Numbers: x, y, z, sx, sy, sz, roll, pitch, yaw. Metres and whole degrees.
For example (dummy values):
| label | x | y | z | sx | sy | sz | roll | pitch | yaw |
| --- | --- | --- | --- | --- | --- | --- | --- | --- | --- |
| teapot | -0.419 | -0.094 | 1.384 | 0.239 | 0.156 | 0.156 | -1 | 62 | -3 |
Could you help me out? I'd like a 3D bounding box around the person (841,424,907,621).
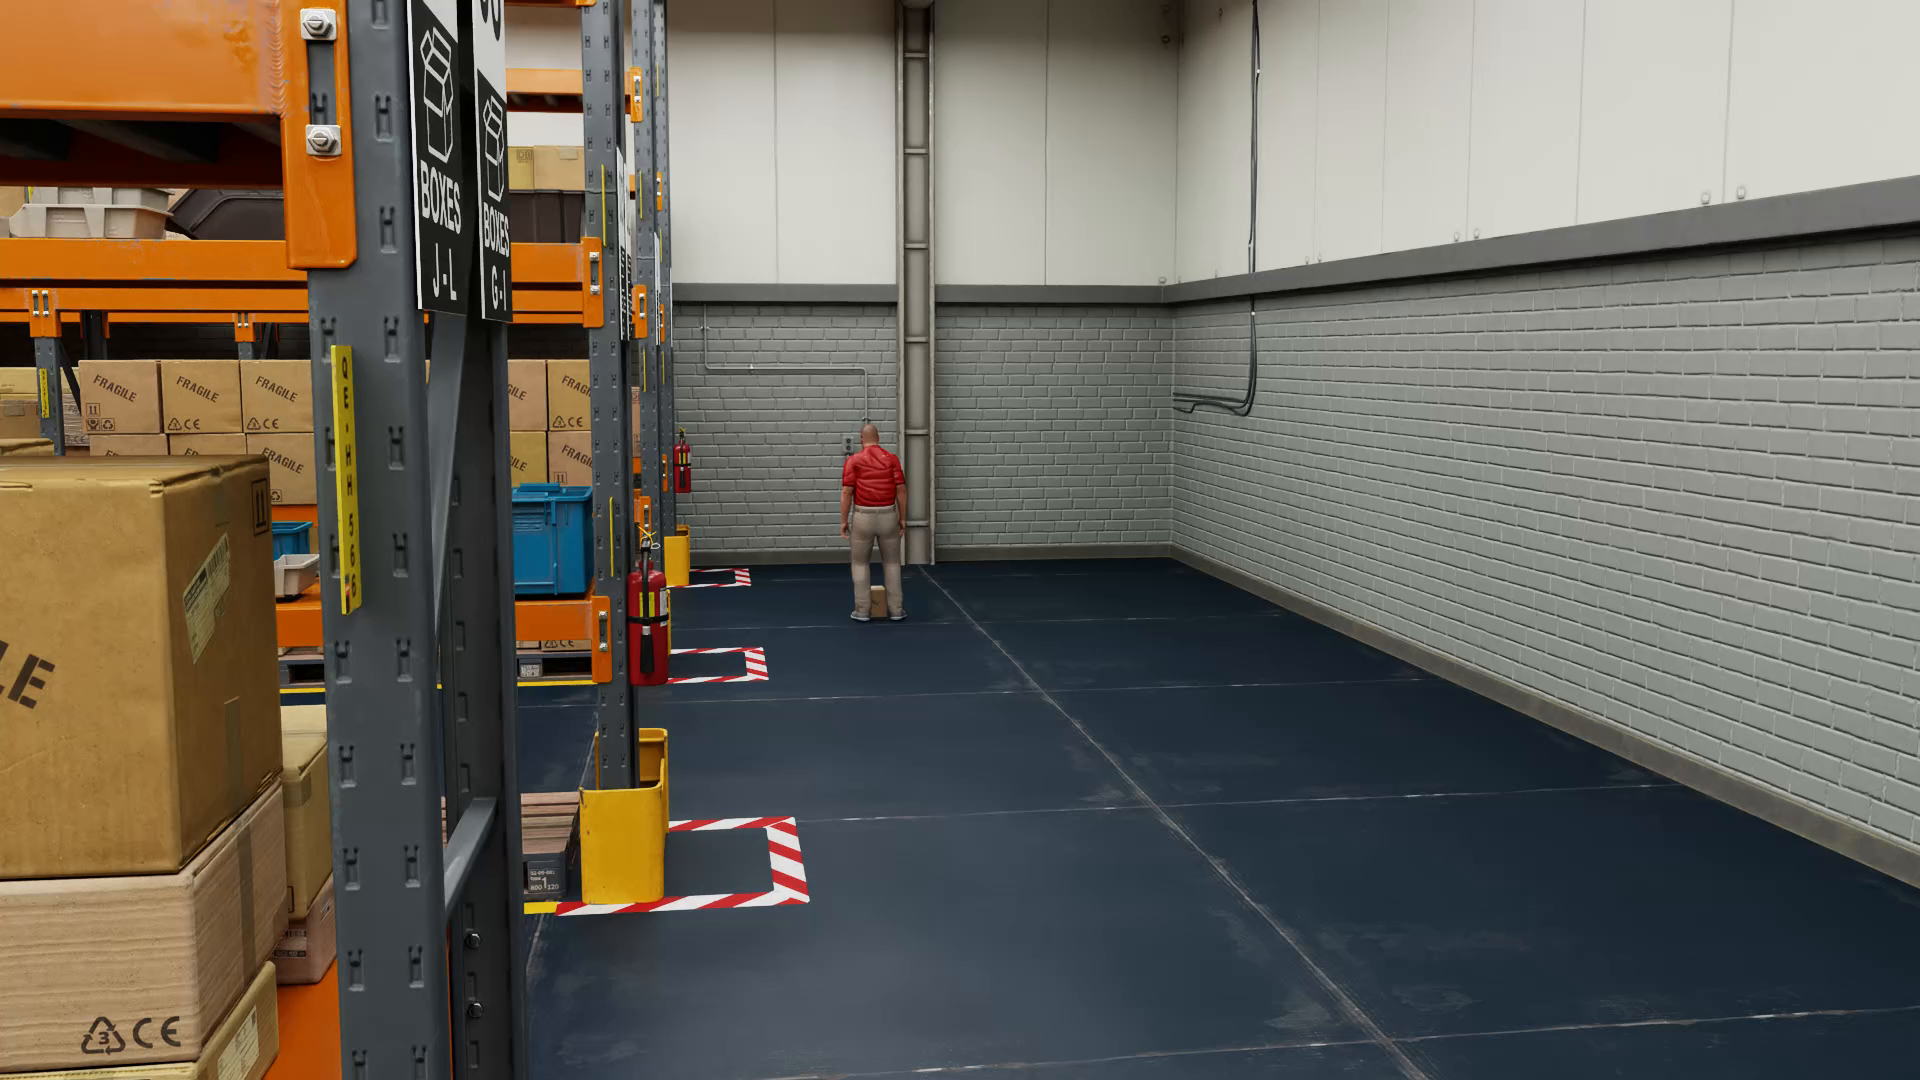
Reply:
| label | x | y | z | sx | sy | sz | roll | pitch | yaw |
| --- | --- | --- | --- | --- | --- | --- | --- | --- | --- |
| person | -0.754 | -0.152 | 14.622 | 0.605 | 1.726 | 0.393 | -1 | 7 | -12 |
